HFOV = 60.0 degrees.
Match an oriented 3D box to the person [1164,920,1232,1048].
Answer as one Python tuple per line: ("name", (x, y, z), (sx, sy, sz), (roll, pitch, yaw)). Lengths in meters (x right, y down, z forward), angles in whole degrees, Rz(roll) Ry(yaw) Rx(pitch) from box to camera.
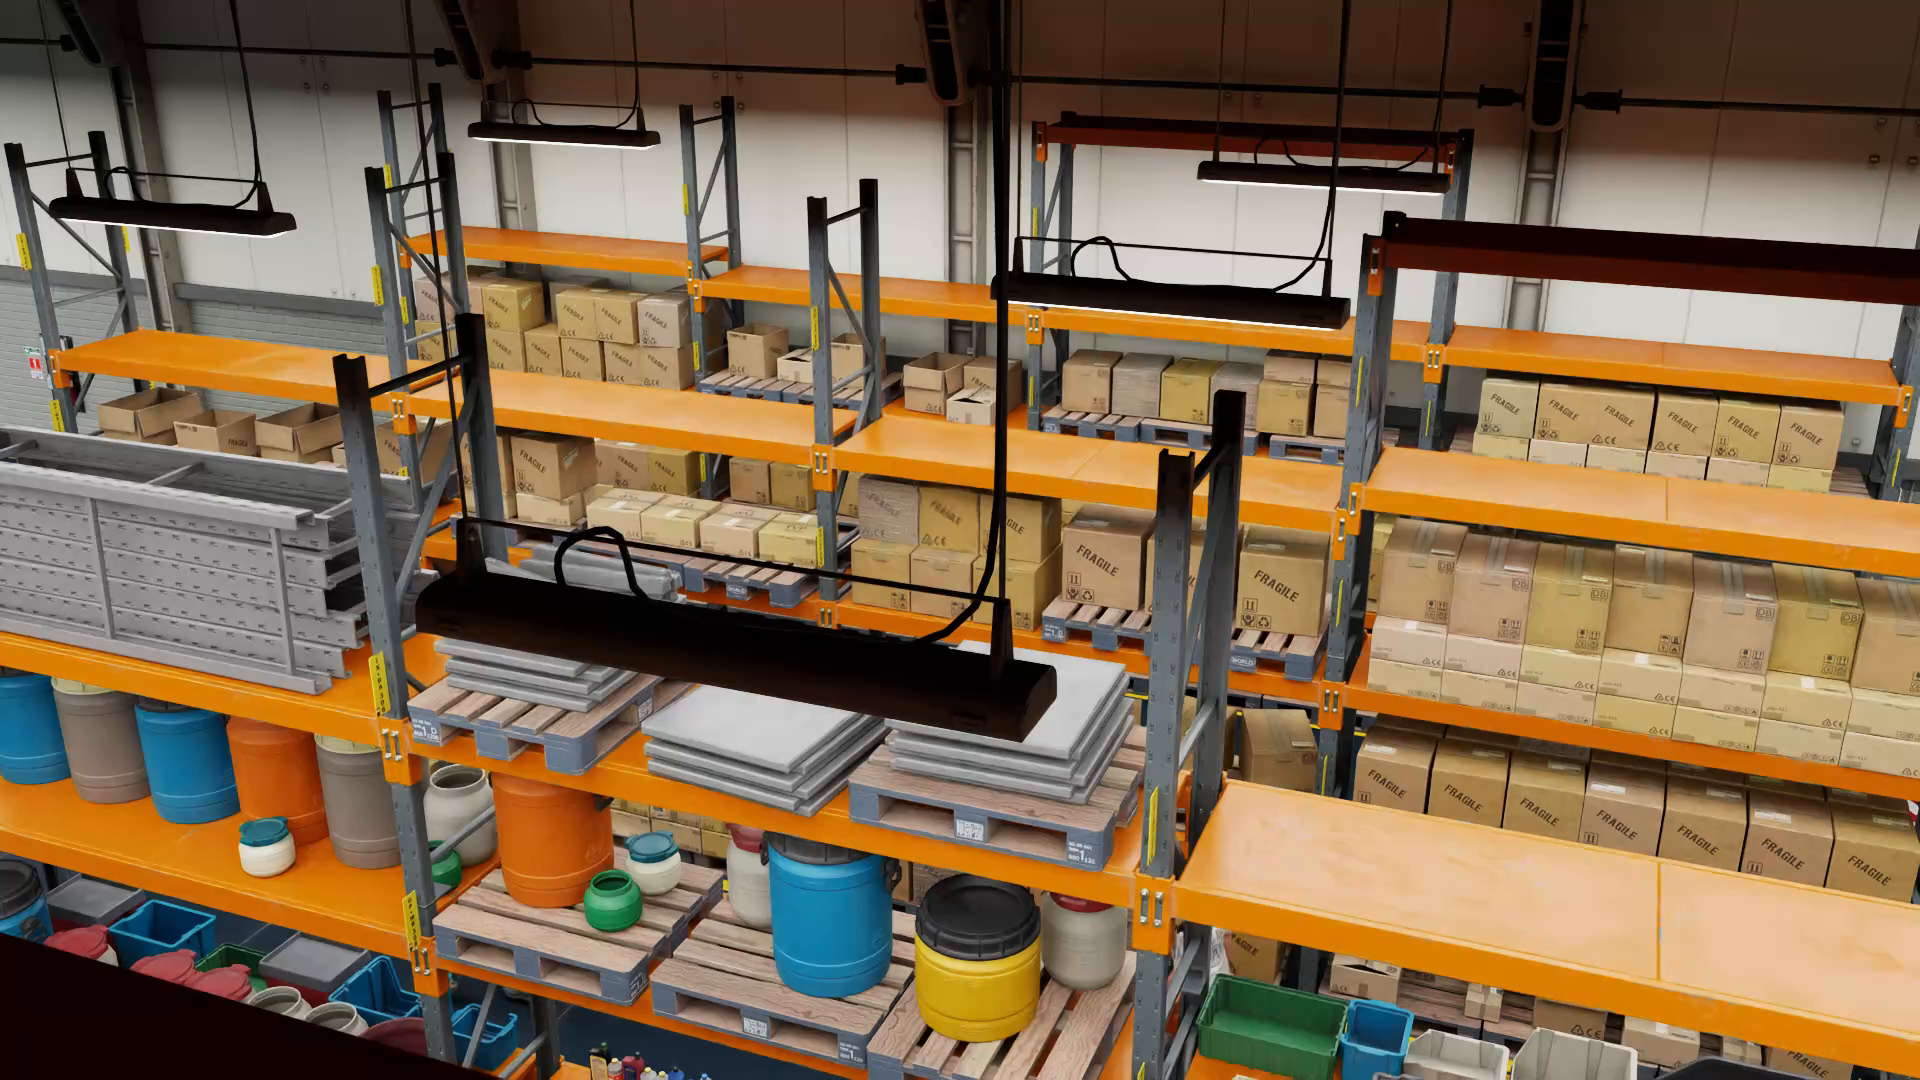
("person", (1.654, 3.081, 11.829), (1.067, 1.714, 0.558), (7, 22, 17))

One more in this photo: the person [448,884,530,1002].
("person", (-3.713, 2.704, 12.749), (0.921, 1.744, 0.544), (10, 23, 25))
